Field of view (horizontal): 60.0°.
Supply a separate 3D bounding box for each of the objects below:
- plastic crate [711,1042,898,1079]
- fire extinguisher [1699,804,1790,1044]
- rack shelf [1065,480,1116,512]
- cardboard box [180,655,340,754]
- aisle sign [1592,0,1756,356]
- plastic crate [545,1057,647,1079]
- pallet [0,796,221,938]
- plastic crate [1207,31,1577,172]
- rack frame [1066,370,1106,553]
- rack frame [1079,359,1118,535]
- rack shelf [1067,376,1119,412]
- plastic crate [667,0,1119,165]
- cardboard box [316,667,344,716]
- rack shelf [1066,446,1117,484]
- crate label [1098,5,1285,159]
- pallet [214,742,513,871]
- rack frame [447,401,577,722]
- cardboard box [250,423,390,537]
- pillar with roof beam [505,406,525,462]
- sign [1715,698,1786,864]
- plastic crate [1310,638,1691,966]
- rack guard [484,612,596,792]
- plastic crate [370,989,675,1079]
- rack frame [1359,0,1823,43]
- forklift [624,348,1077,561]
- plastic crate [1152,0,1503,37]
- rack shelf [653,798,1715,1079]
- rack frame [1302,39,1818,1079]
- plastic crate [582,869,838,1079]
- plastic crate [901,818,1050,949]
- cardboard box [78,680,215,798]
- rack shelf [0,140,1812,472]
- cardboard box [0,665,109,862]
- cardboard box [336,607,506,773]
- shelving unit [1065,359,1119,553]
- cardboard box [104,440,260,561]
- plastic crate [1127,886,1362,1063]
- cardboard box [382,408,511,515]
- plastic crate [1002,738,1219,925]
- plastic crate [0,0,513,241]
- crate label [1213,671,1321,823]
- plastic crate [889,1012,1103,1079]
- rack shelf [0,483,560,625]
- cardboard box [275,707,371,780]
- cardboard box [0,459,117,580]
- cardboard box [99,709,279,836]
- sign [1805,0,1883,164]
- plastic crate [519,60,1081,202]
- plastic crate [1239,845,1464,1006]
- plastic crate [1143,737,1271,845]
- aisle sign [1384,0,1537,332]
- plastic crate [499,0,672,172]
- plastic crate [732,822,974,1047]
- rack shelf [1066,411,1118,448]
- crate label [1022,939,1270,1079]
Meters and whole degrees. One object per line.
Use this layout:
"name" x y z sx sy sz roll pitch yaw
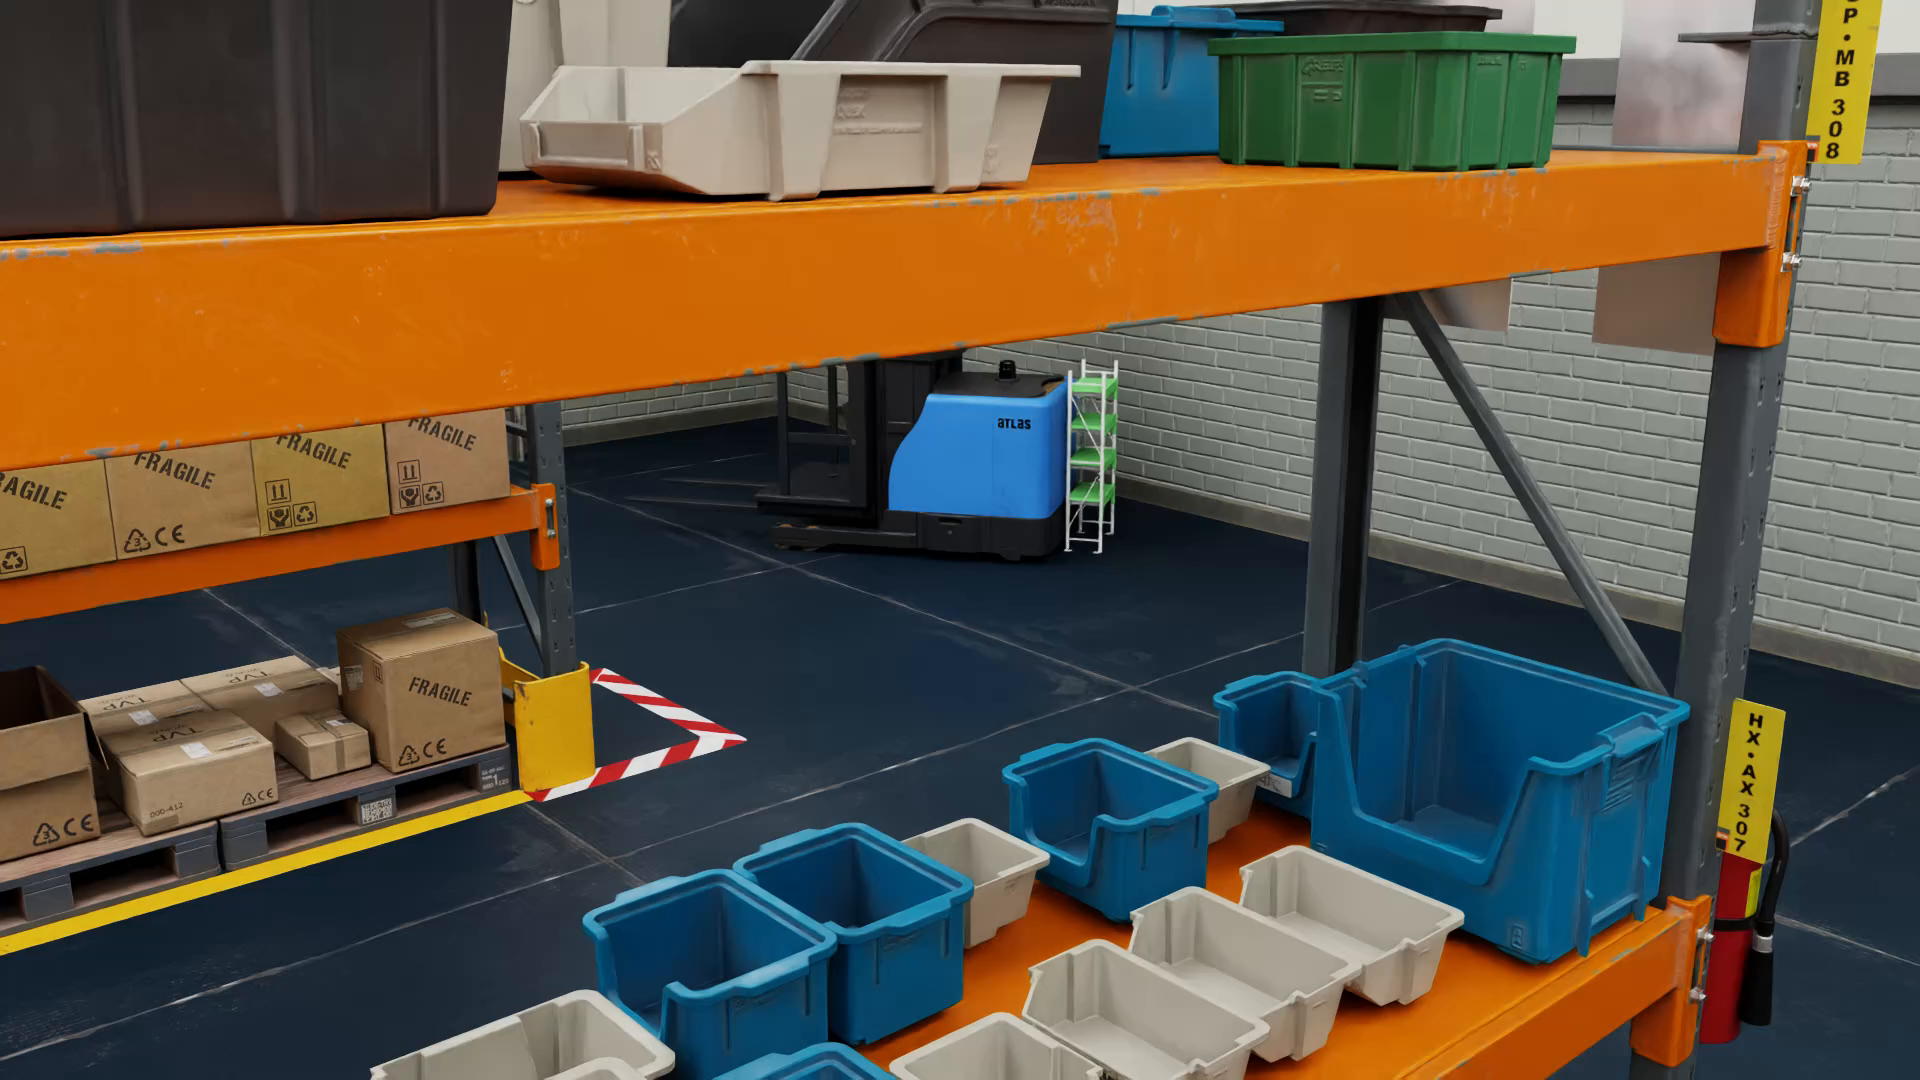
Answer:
"plastic crate" -0.178 0.906 2.255 0.300 0.233 0.416 -13 19 -39
"fire extinguisher" 1.615 0.736 3.553 0.183 0.674 0.296 -13 19 -39
"rack shelf" 0.875 -0.268 11.107 0.258 0.148 0.480 4 15 14
"cardboard box" -3.020 0.728 7.186 0.500 0.250 0.500 -13 19 -39
"aisle sign" 1.449 -0.755 3.227 0.004 0.787 0.394 -13 19 -39
"plastic crate" -0.542 0.939 2.036 0.530 0.282 0.437 -13 19 -39
"pallet" -3.624 1.192 6.379 1.213 0.211 1.003 -13 19 -39
"plastic crate" 0.646 -0.668 2.537 0.336 0.188 0.450 -13 19 -39
"rack frame" 0.815 -0.501 10.801 0.240 1.200 0.015 4 15 14
"rack frame" 0.935 -0.623 11.257 0.240 1.200 0.015 4 15 14
"rack shelf" 0.875 -0.964 10.922 0.258 0.148 0.480 4 15 14
"plastic crate" -0.130 -0.758 2.583 0.767 0.338 0.504 -13 19 -39
"cardboard box" -2.776 0.694 7.478 0.250 0.166 0.380 -13 19 -39
"rack shelf" 0.875 -0.500 11.045 0.258 0.148 0.480 4 15 14
"crate label" 0.294 -0.828 3.013 0.502 0.251 0.408 -13 19 -39
"pallet" -2.704 0.986 7.149 1.213 0.211 1.003 -13 19 -39
"rack frame" -2.046 -0.509 7.343 0.127 3.000 1.000 -13 19 -39
"cardboard box" -2.594 -0.340 6.516 0.500 0.500 0.500 -12 19 -39
"pillar with roof beam" -1.006 -4.159 9.382 0.400 9.000 9.100 -13 19 -39
"sign" 1.576 0.481 3.319 0.005 0.325 0.100 -13 19 -39
"plastic crate" 1.073 0.503 3.370 0.499 0.435 0.616 -13 19 -39
"rack guard" -2.104 0.712 7.618 0.348 0.500 1.175 -13 19 -39
"plastic crate" -0.699 0.878 2.544 0.466 0.136 0.293 -13 19 -39
"rack frame" 1.203 -2.442 2.956 0.127 3.000 1.000 -13 19 -39
"forklift" -0.769 -1.469 11.069 3.031 2.935 1.130 4 15 14
"plastic crate" 0.729 -0.919 3.319 0.590 0.269 0.497 -13 19 -39
"rack shelf" -0.306 1.142 2.555 4.000 0.370 1.077 -13 19 -39
"rack frame" 1.203 0.456 3.731 0.127 3.000 1.000 -13 19 -39
"plastic crate" -0.419 0.759 2.802 0.300 0.233 0.416 -13 19 -39
"plastic crate" -0.008 0.685 3.267 0.298 0.136 0.250 -13 19 -39
"cardboard box" -3.397 0.813 6.869 0.500 0.250 0.500 -13 19 -39
"rack shelf" -0.306 -0.307 2.168 4.000 0.370 1.077 -13 19 -39
"cardboard box" -3.650 0.843 6.267 0.637 0.503 0.797 -13 19 -39
"cardboard box" -2.295 0.626 7.085 0.500 0.500 0.500 -13 19 -39
"shelving unit" 0.875 -0.562 11.029 0.258 1.200 0.503 4 15 14
"cardboard box" -2.974 -0.256 6.204 0.500 0.500 0.500 -12 19 -39
"plastic crate" 0.478 0.774 2.935 0.243 0.136 0.396 -13 19 -39
"cardboard box" -2.205 -0.428 6.848 0.500 0.500 0.500 -12 19 -38
"plastic crate" 0.304 0.597 3.410 0.300 0.233 0.416 -13 19 -39
"plastic crate" -0.698 -0.410 1.412 0.590 0.269 0.497 -13 19 -39
"crate label" 0.800 0.486 3.828 0.303 0.233 0.416 -13 19 -39
"plastic crate" 0.073 0.880 2.539 0.250 0.136 0.298 -13 19 -39
"rack shelf" -3.555 0.177 6.168 4.000 0.370 1.077 -13 19 -39
"cardboard box" -2.659 0.838 6.936 0.250 0.166 0.380 -13 19 -39
"cardboard box" -3.355 -0.171 5.884 0.500 0.500 0.500 -13 20 -40
"cardboard box" -3.031 0.902 6.536 0.500 0.250 0.500 -13 19 -39
"sign" 1.576 -0.838 2.966 0.005 0.325 0.100 -13 19 -39
"plastic crate" -0.193 -0.468 1.886 0.530 0.136 0.437 -13 19 -39
"plastic crate" 0.706 0.728 3.108 0.243 0.136 0.396 -13 19 -39
"plastic crate" 0.504 0.570 3.697 0.298 0.136 0.250 -13 19 -39
"aisle sign" 1.062 -0.870 3.657 0.004 0.787 0.394 -13 19 -39
"plastic crate" -0.672 -0.621 2.178 0.530 0.282 0.437 -13 19 -39
"plastic crate" -0.193 0.709 2.993 0.300 0.233 0.416 -13 19 -39
"rack shelf" 0.875 -0.732 10.984 0.258 0.148 0.480 4 15 14
"crate label" 0.284 0.826 2.740 0.243 0.136 0.396 -13 19 -39
